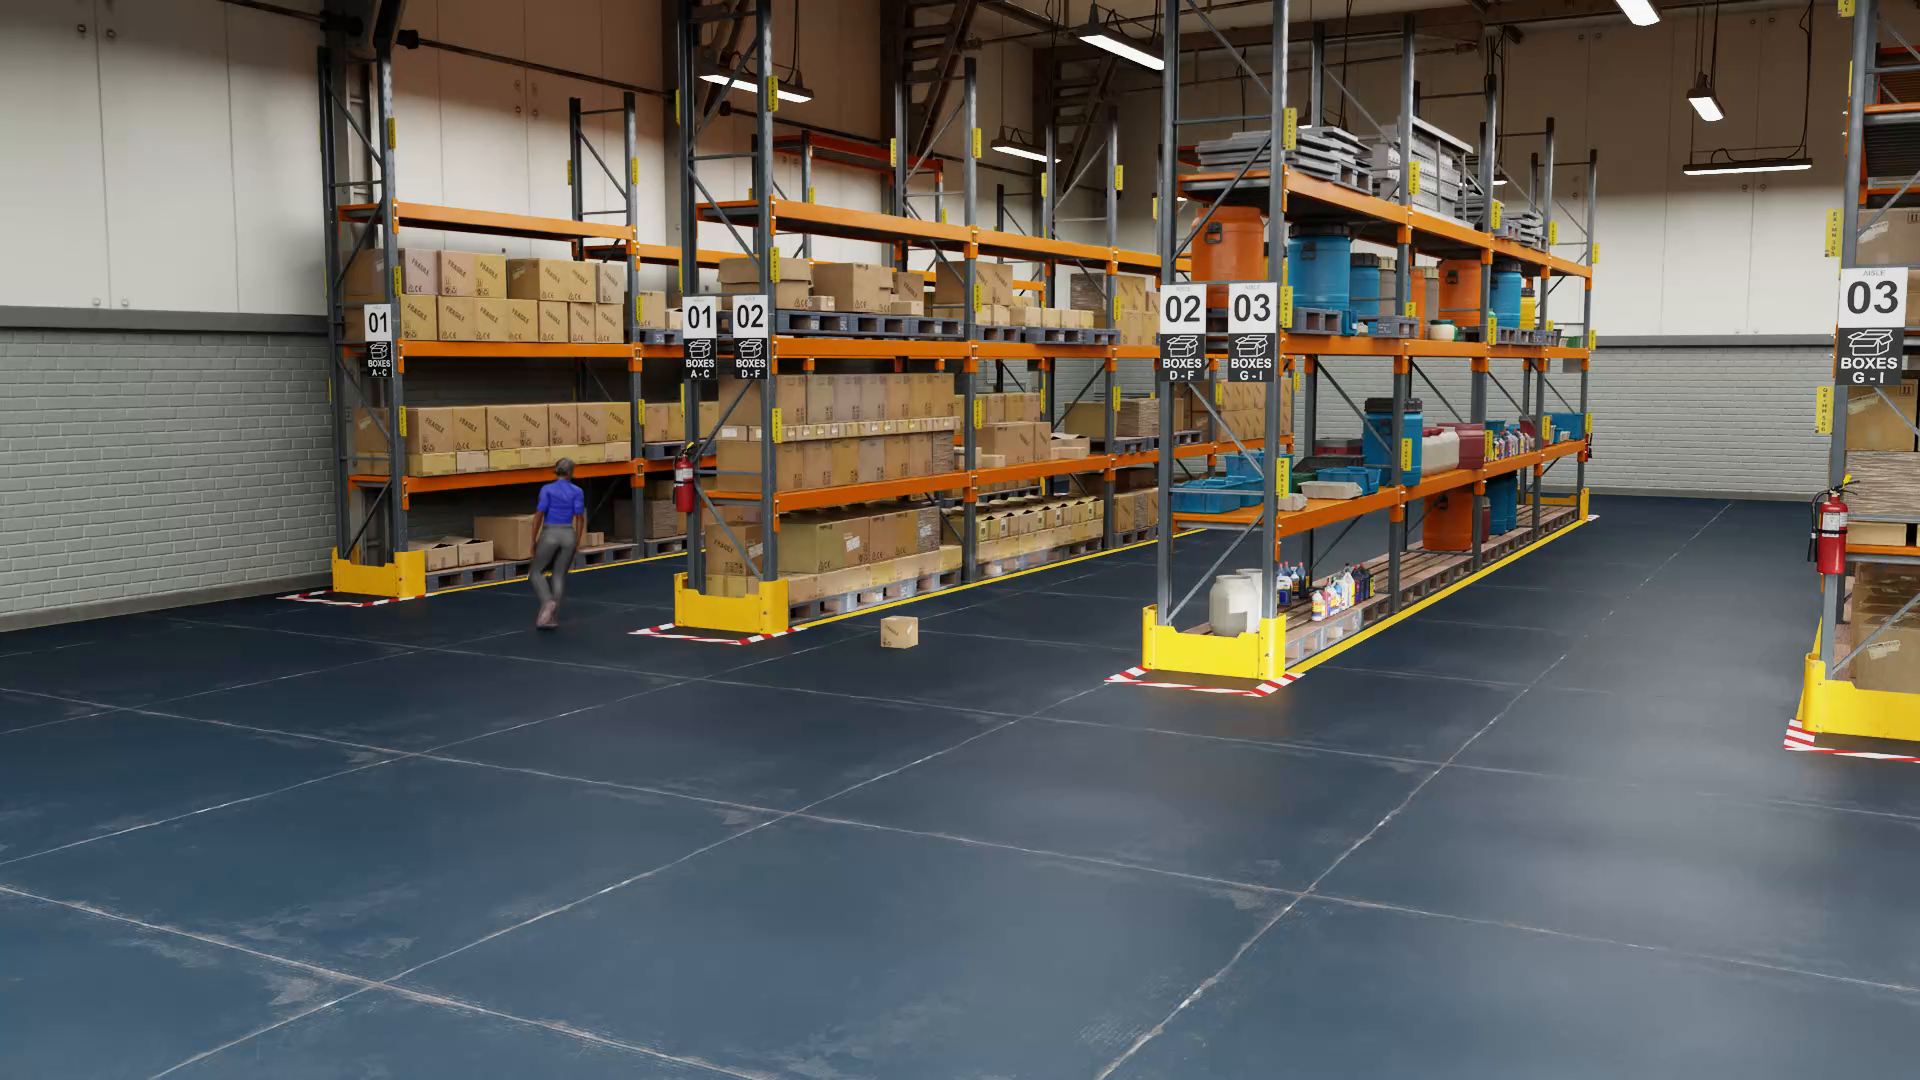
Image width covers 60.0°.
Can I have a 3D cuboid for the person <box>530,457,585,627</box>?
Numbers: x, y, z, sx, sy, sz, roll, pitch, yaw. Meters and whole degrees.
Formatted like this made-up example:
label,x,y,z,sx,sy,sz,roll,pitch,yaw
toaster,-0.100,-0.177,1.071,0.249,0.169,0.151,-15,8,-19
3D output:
label,x,y,z,sx,sy,sz,roll,pitch,yaw
person,-3.863,0.026,15.961,0.520,1.636,0.508,-3,7,-29
